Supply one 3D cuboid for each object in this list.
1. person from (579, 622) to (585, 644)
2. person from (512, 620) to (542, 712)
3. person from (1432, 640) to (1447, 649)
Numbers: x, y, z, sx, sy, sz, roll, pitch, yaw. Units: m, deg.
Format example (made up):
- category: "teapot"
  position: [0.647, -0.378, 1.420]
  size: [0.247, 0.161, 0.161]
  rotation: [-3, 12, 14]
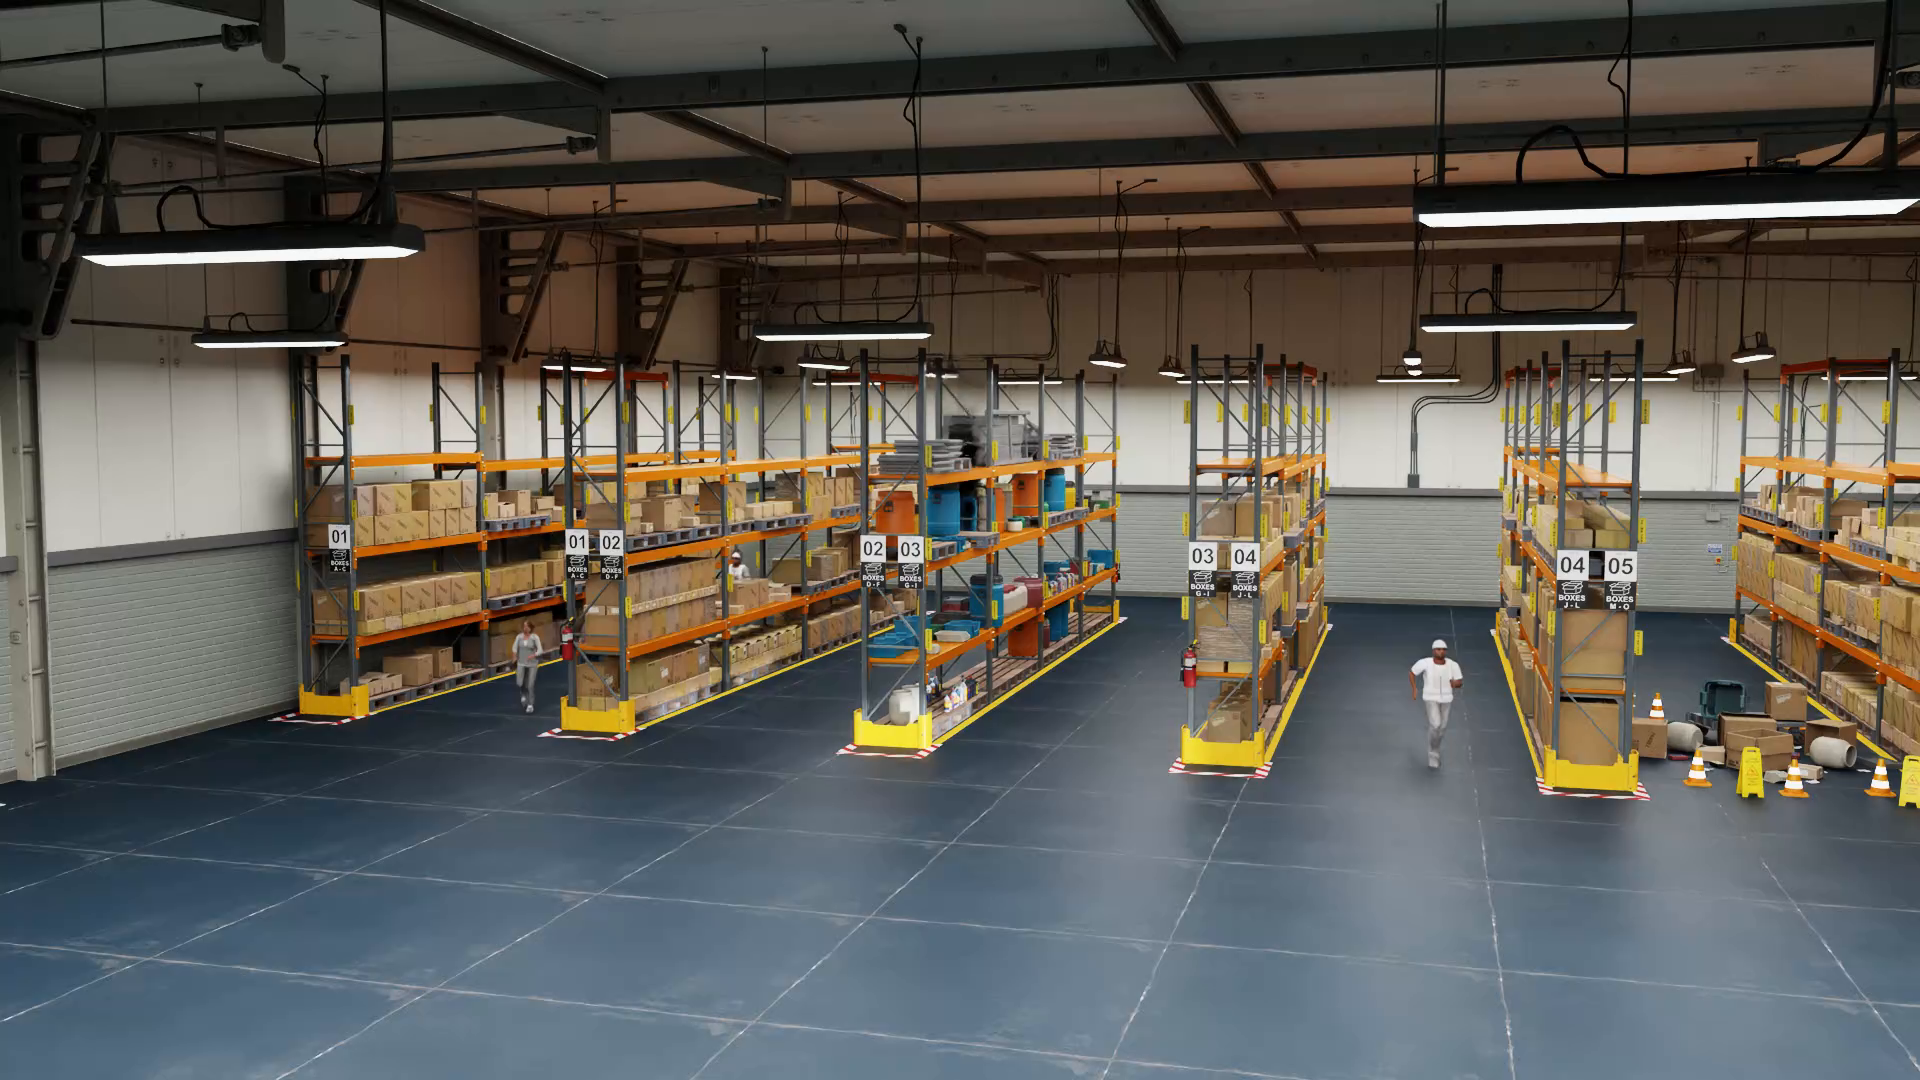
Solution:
- category: "person"
  position: [-6.611, 1.736, 29.731]
  size: [0.535, 0.582, 0.292]
  rotation: [1, 4, 18]
- category: "person"
  position: [-7.289, 2.127, 27.941]
  size: [0.532, 1.560, 0.541]
  rotation: [0, 4, -4]
- category: "person"
  position: [6.868, 1.504, 23.785]
  size: [0.211, 0.157, 0.288]
  rotation: [0, 4, -4]
